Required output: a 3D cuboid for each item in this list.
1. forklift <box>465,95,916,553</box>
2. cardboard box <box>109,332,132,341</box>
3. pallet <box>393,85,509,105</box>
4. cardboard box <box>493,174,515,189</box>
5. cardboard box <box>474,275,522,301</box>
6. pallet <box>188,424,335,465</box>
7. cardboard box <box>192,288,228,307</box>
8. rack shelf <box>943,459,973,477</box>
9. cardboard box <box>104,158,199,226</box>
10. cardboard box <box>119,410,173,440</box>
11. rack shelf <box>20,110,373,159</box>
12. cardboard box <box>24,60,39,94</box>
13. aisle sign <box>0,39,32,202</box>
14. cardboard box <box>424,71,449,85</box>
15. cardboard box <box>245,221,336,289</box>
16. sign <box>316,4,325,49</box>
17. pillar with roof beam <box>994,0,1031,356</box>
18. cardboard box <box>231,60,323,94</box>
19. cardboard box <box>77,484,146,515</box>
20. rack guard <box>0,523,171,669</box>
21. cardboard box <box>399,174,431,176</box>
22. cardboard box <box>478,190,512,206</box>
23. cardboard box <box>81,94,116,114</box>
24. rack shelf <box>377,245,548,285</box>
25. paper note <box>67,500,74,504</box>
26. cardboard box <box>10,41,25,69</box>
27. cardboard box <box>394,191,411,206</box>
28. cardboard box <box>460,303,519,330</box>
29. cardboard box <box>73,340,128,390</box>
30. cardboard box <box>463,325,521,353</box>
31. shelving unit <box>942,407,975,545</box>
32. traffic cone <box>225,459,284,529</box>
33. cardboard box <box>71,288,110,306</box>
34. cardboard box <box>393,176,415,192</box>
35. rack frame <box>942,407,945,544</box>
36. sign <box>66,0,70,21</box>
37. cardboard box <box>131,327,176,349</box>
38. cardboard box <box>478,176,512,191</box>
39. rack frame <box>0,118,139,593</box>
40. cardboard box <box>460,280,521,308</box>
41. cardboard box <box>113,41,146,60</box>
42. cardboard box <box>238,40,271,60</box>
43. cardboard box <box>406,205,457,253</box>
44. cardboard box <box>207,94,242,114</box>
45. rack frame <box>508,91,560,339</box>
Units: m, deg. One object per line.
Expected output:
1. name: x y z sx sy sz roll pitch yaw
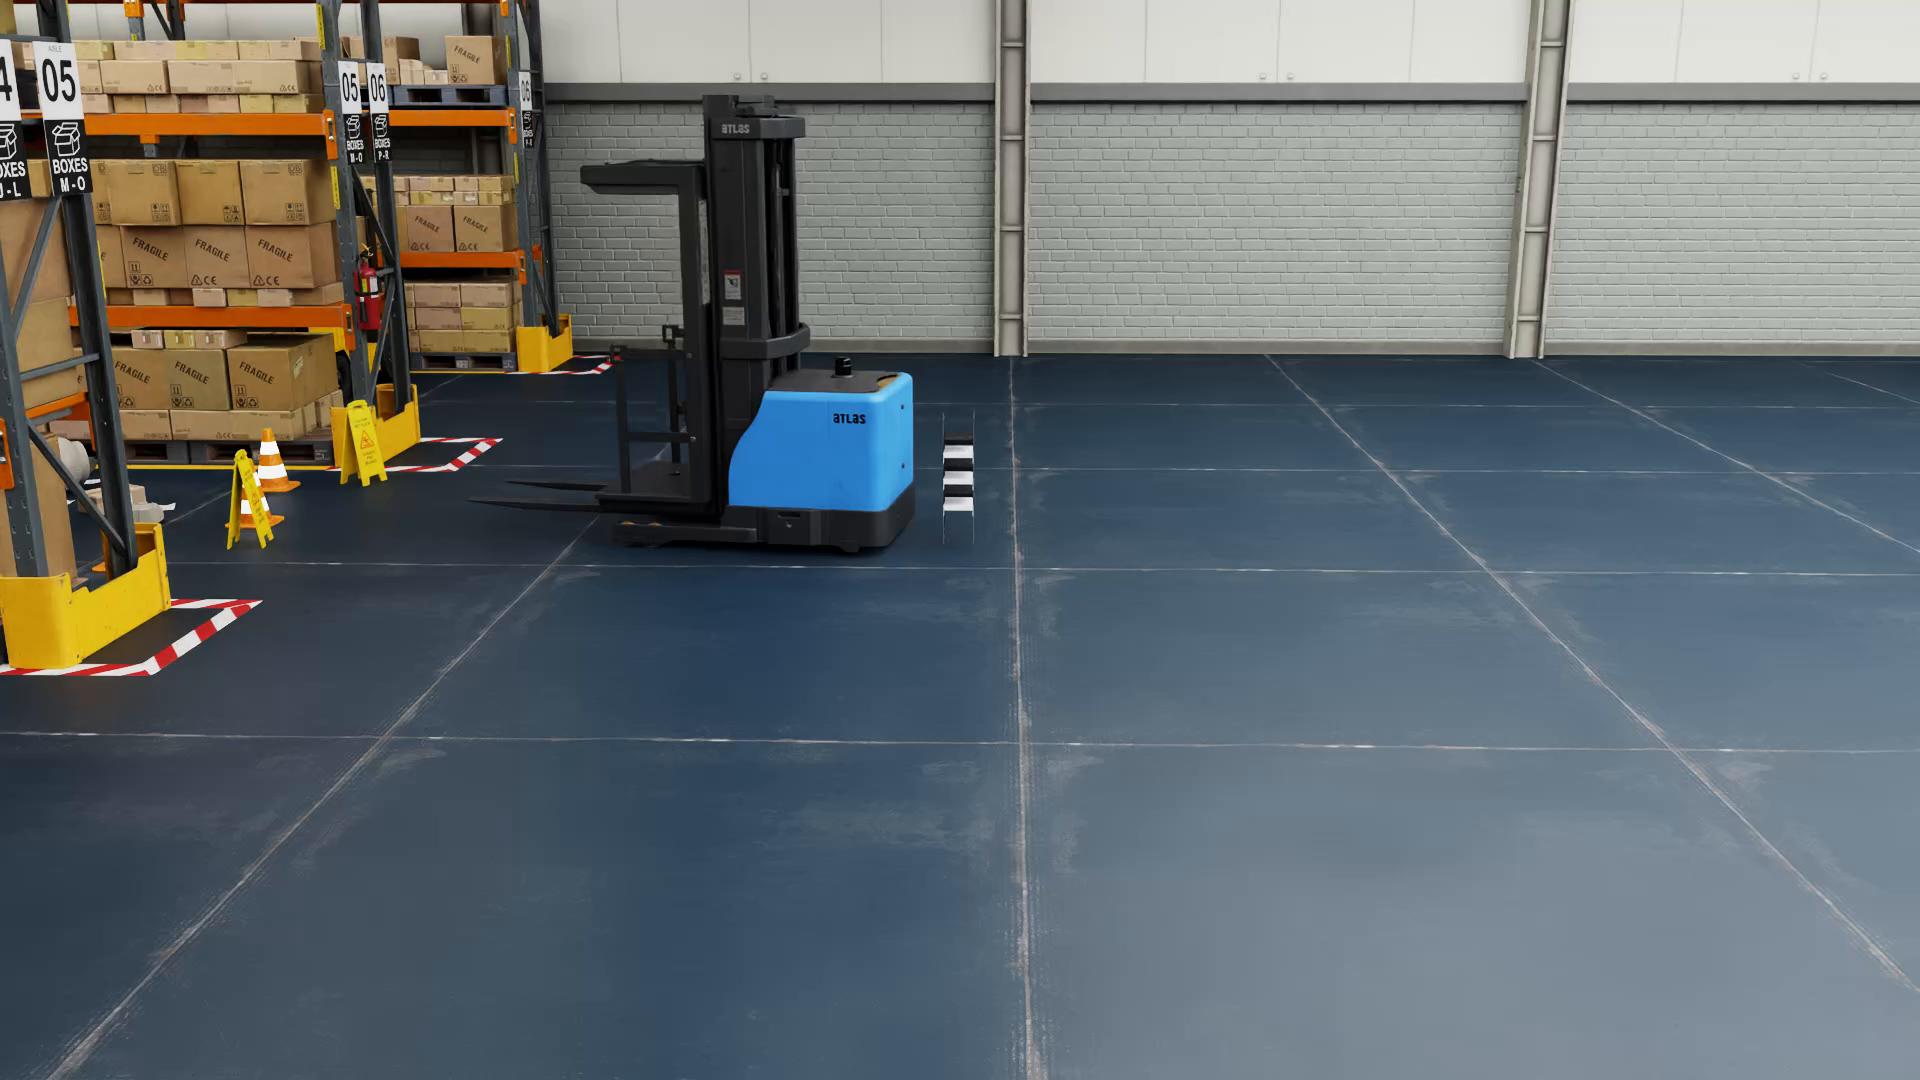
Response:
1. forklift: -1.881 -1.495 11.260 3.031 2.935 1.130 3 15 10
2. cardboard box: -7.231 -1.503 14.253 0.500 0.500 0.500 1 15 4
3. pallet: -5.432 -4.867 18.200 1.213 0.211 1.003 0 15 1
4. cardboard box: -5.057 -4.010 18.610 0.250 0.149 0.380 0 15 0
5. cardboard box: -5.202 -2.856 18.893 0.500 0.250 0.500 0 15 1
6. pallet: -5.736 -0.848 14.142 1.213 0.211 1.003 0 15 1
7. cardboard box: -5.999 -1.983 13.468 0.250 0.149 0.380 1 15 2
8. rack shelf: -0.008 -0.490 11.211 0.200 0.077 0.258 0 15 1
9. cardboard box: -6.384 -2.788 13.287 0.500 0.500 0.700 0 15 1
10. cardboard box: -6.705 -1.000 13.815 0.500 0.250 0.500 0 15 -1
11. rack shelf: -6.849 -3.298 13.489 4.000 0.370 1.077 0 15 1
12. cardboard box: -7.399 -3.649 13.124 0.500 0.250 0.500 1 15 2
13. aisle sign: -4.811 -2.099 8.320 0.004 0.787 0.394 0 15 1
14. cardboard box: -5.562 -4.956 17.838 0.250 0.149 0.380 0 15 0
15. cardboard box: -5.399 -2.307 13.427 0.500 0.500 0.500 0 15 0
16. sign: -4.883 -3.919 12.699 0.005 0.325 0.100 0 15 1
17. pillar with roof beam: 0.489 -5.446 14.342 0.400 9.000 9.100 0 15 1
18. cardboard box: -5.368 -3.638 13.081 0.500 0.250 0.500 0 15 1
19. cardboard box: -6.210 -0.297 12.174 0.250 0.149 0.380 9 17 30
20. rack guard: -4.851 0.290 9.262 0.348 0.500 1.175 0 15 1
21. cardboard box: -6.093 -4.020 18.644 0.250 0.149 0.380 1 15 3
22. cardboard box: -5.080 -3.741 18.171 0.250 0.149 0.380 1 15 2
23. cardboard box: -6.750 -3.441 13.113 0.250 0.149 0.380 0 15 1
24. rack shelf: -6.726 -3.113 18.670 4.000 0.370 1.077 0 15 1
25. paper note: -6.690 -0.283 12.376 0.142 0.019 0.148 6 16 21
26. cardboard box: -5.209 -2.583 8.845 0.250 0.149 0.380 0 15 2
27. cardboard box: -6.110 -3.746 18.192 0.250 0.149 0.380 0 15 0
28. cardboard box: -5.221 -2.487 18.472 0.500 0.250 0.500 0 15 1
29. cardboard box: -7.211 -1.367 13.739 0.500 0.500 0.500 1 15 4
30. cardboard box: -5.204 -2.244 18.532 0.500 0.250 0.500 0 15 2
31. shelving unit: -0.008 -0.435 11.225 0.210 0.900 0.258 0 15 1
32. traffic cone: -5.001 -0.344 11.736 0.334 0.463 0.336 0 15 1
33. cardboard box: -7.010 -1.998 13.524 0.250 0.149 0.380 0 15 1
34. cardboard box: -6.110 -3.885 18.134 0.250 0.149 0.380 1 15 3
35. rack frame: -0.110 -0.436 11.228 0.006 0.900 0.240 0 15 1
36. sign: -4.855 -2.972 8.975 0.005 0.325 0.100 0 15 1
37. cardboard box: -6.540 -1.660 13.578 0.250 0.149 0.380 1 15 4
38. cardboard box: -5.090 -3.902 18.200 0.250 0.149 0.380 0 15 2
39. rack frame: -4.875 -0.919 8.943 0.127 3.000 1.000 0 15 1
40. cardboard box: -5.195 -2.728 18.408 0.500 0.250 0.500 1 15 3
41. cardboard box: -6.465 -3.858 13.134 0.250 0.149 0.380 0 15 0
42. cardboard box: -5.452 -3.835 13.045 0.250 0.149 0.380 1 15 2
43. cardboard box: -5.743 -3.438 18.296 0.500 0.500 0.500 1 15 3
44. cardboard box: -5.728 -3.446 13.132 0.250 0.149 0.380 1 15 3
45. rack frame: -4.726 -3.448 18.528 0.127 3.000 1.000 0 15 1
